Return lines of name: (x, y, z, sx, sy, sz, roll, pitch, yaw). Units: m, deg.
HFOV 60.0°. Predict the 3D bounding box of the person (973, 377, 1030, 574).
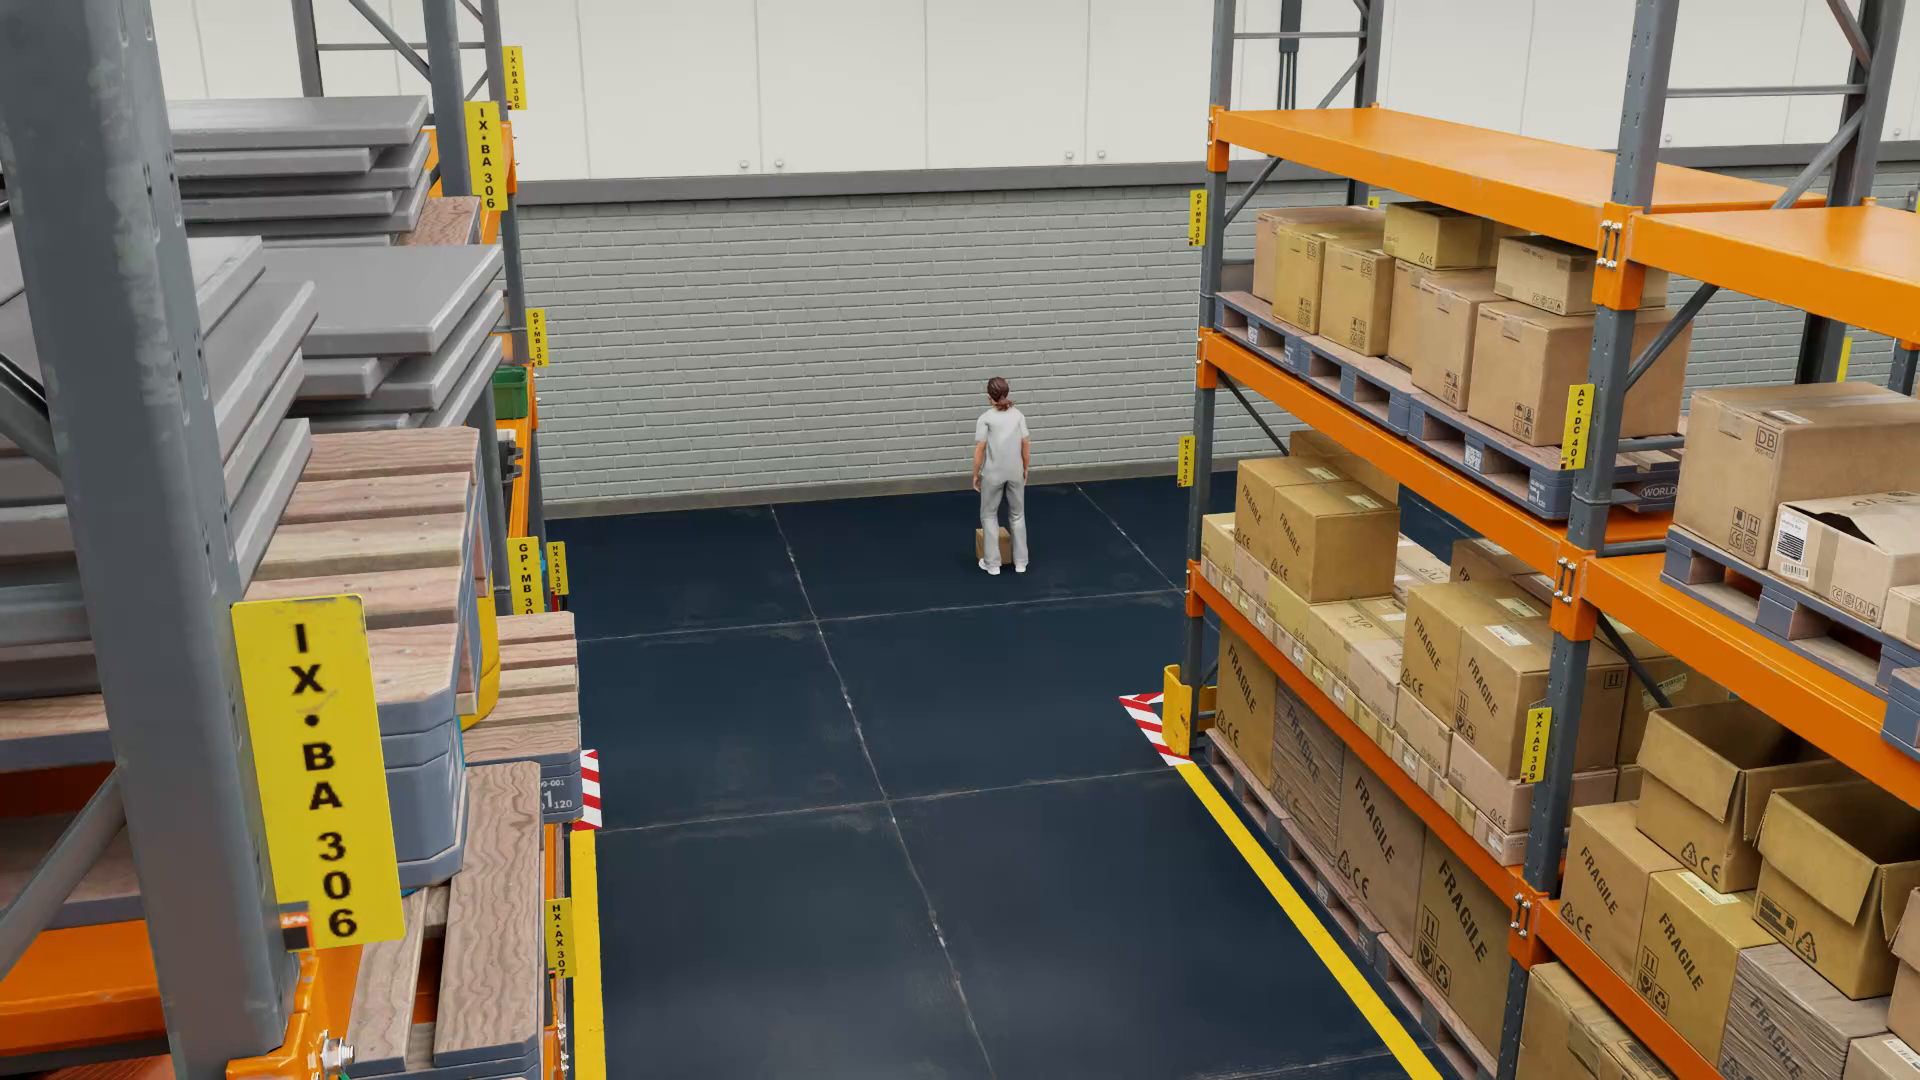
person: (0.350, -0.535, 13.851, 0.514, 1.671, 0.364, -6, 20, -16)
